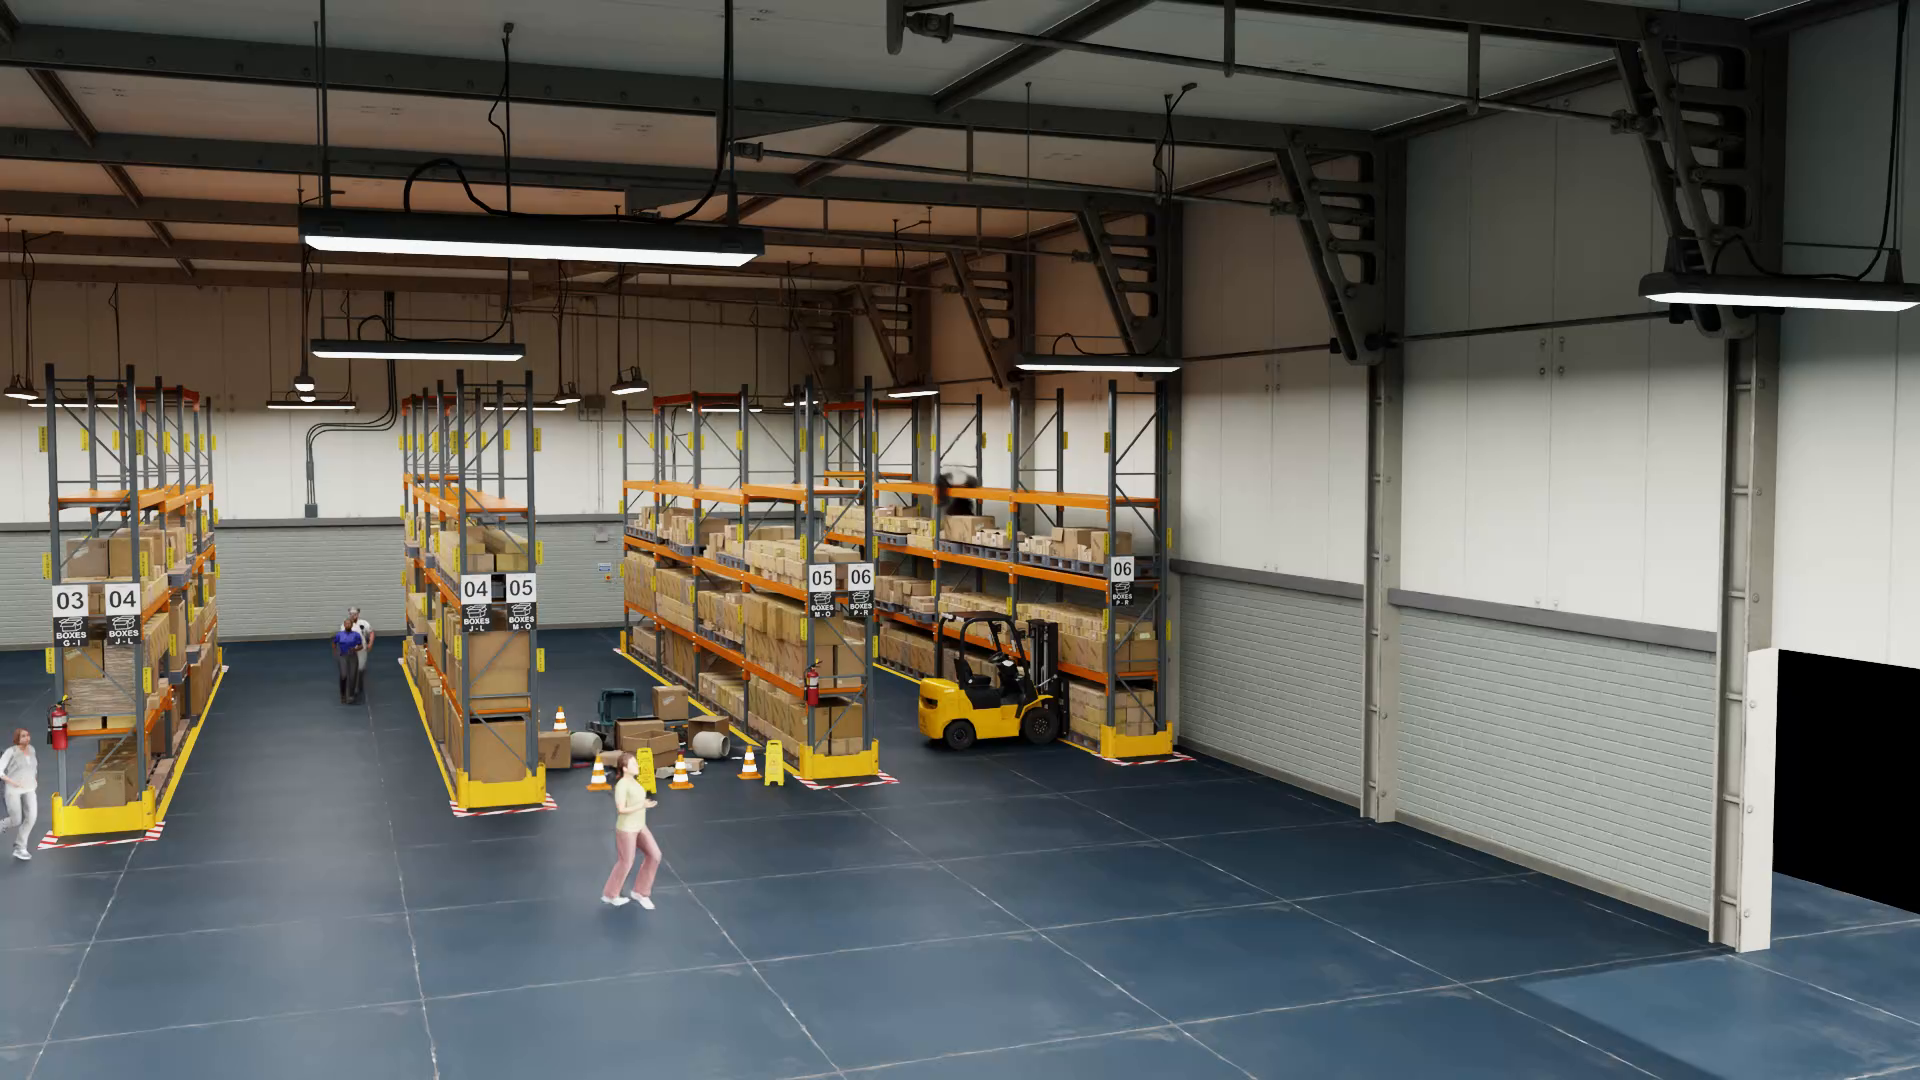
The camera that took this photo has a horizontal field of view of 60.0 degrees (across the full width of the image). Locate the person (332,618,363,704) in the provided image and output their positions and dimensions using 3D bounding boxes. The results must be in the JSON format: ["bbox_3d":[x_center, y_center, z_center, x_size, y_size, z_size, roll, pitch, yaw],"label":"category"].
[{"bbox_3d":[-11.710,2.321,31.813,0.553,1.642,0.658,-1,4,-22],"label":"person"}]

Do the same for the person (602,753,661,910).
[{"bbox_3d":[-3.523,3.132,17.795,0.670,1.697,0.558,1,3,15],"label":"person"}]

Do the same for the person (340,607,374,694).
[{"bbox_3d":[-12.014,2.201,33.095,0.674,1.742,0.541,-1,3,-17],"label":"person"}]

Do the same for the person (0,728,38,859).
[{"bbox_3d":[-11.434,3.051,20.167,0.658,1.561,0.555,2,4,25],"label":"person"}]
